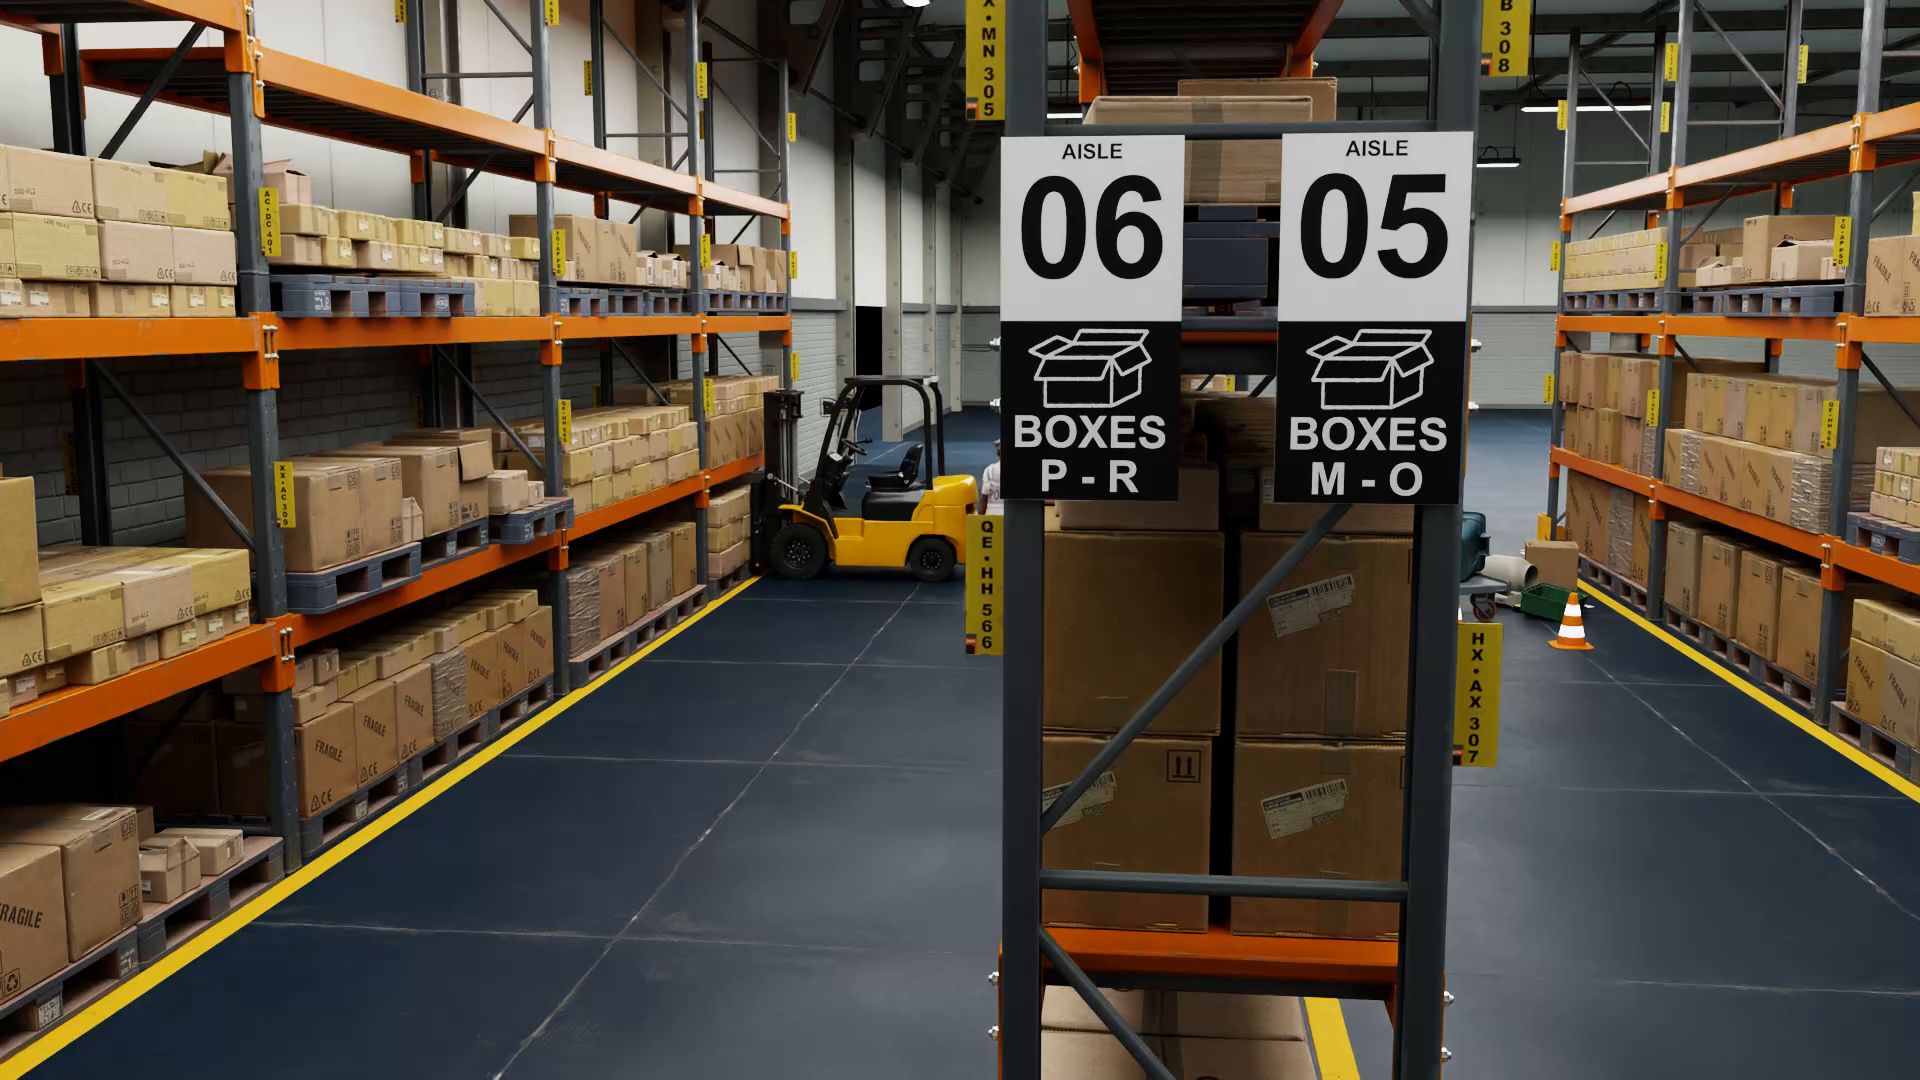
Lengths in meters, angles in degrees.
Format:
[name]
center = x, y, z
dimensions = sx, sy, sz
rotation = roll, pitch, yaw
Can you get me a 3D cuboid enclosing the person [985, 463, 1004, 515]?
[person]
center = 0.421, -0.045, 15.643
dimensions = 0.393, 1.358, 0.350
rotation = 2, 8, 14
